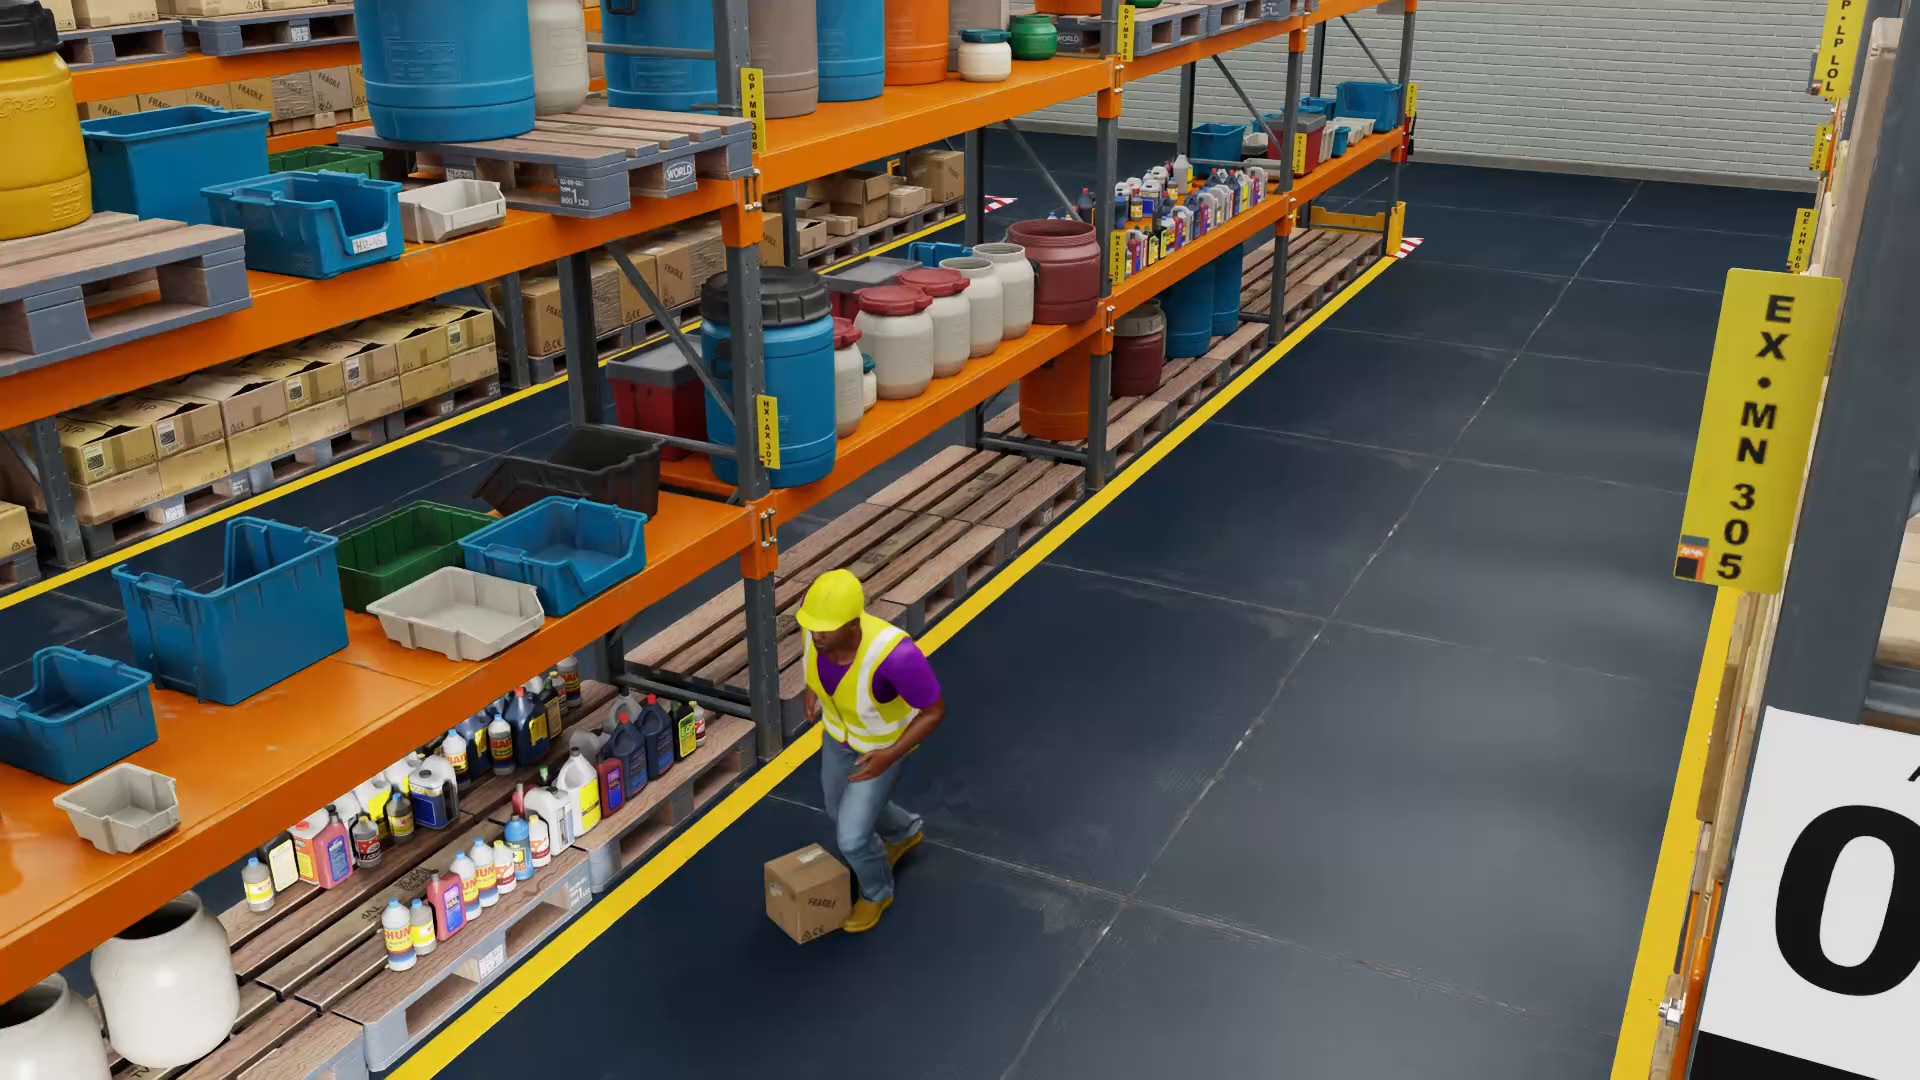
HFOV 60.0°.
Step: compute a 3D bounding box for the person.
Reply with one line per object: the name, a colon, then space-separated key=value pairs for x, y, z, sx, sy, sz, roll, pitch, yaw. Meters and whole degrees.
person: x=-0.342 y=0.766 z=6.426 sx=0.725 sy=1.616 sz=0.870 roll=16 pitch=28 yaw=34
